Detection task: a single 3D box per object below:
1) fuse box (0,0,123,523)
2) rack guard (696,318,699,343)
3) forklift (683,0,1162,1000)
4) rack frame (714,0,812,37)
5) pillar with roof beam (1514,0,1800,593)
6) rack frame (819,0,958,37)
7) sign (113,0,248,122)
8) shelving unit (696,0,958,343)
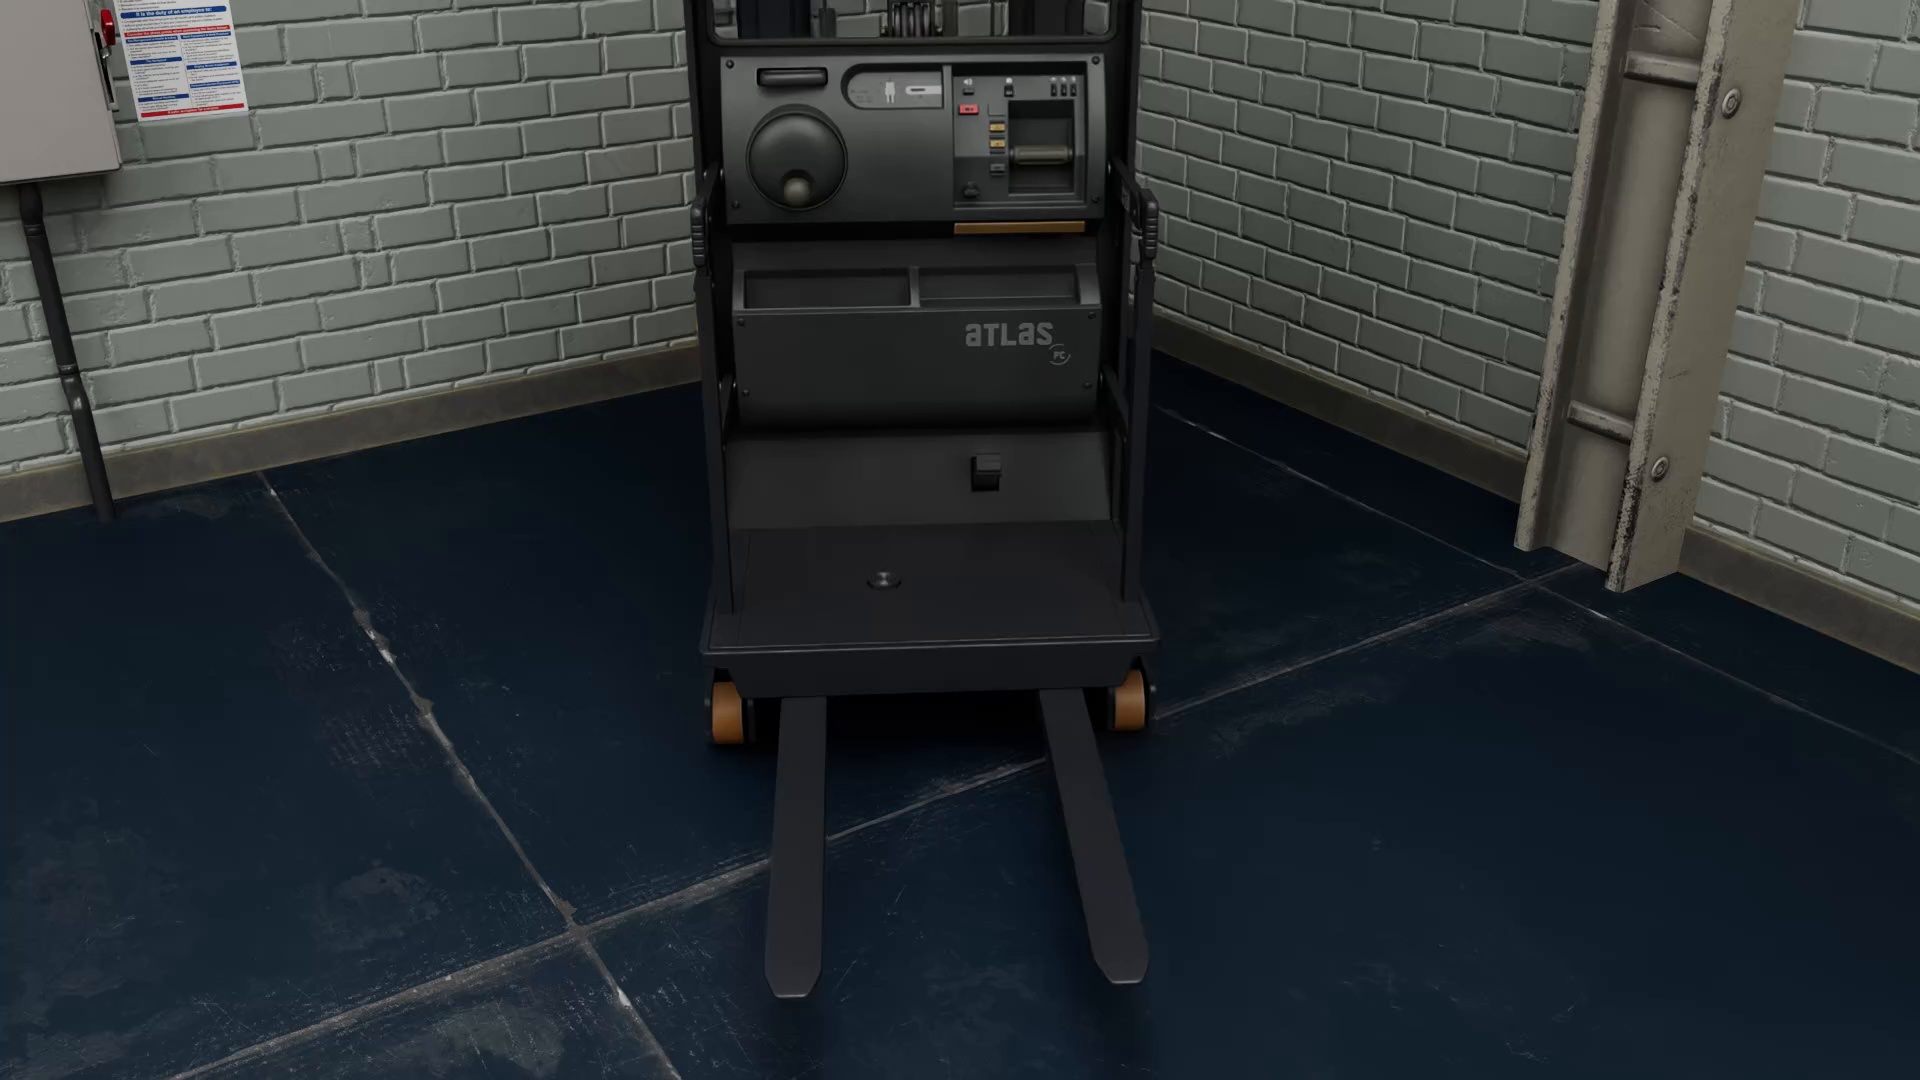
[{"bbox_3d":[-2.729,-0.839,5.022,0.539,1.711,0.414,-16,29,-30],"label":"fuse box"},{"bbox_3d":[-0.768,-0.810,6.666,0.587,0.250,0.087,-15,28,-30],"label":"rack guard"},{"bbox_3d":[-0.094,-0.955,3.840,1.130,2.935,3.031,-2,25,-3],"label":"forklift"},{"bbox_3d":[-0.774,-1.380,6.410,0.500,1.500,0.032,-15,28,-30],"label":"rack frame"},{"bbox_3d":[-1.638,-3.015,1.095,9.100,9.000,0.400,-16,29,-30],"label":"pillar with roof beam"},{"bbox_3d":[-0.219,-1.034,5.632,0.500,1.500,0.032,-15,28,-30],"label":"rack frame"},{"bbox_3d":[-2.429,-1.567,5.168,0.329,0.494,0.001,-16,29,-30],"label":"sign"},{"bbox_3d":[-0.501,-1.210,6.028,0.587,1.500,1.083,-15,28,-30],"label":"shelving unit"}]
